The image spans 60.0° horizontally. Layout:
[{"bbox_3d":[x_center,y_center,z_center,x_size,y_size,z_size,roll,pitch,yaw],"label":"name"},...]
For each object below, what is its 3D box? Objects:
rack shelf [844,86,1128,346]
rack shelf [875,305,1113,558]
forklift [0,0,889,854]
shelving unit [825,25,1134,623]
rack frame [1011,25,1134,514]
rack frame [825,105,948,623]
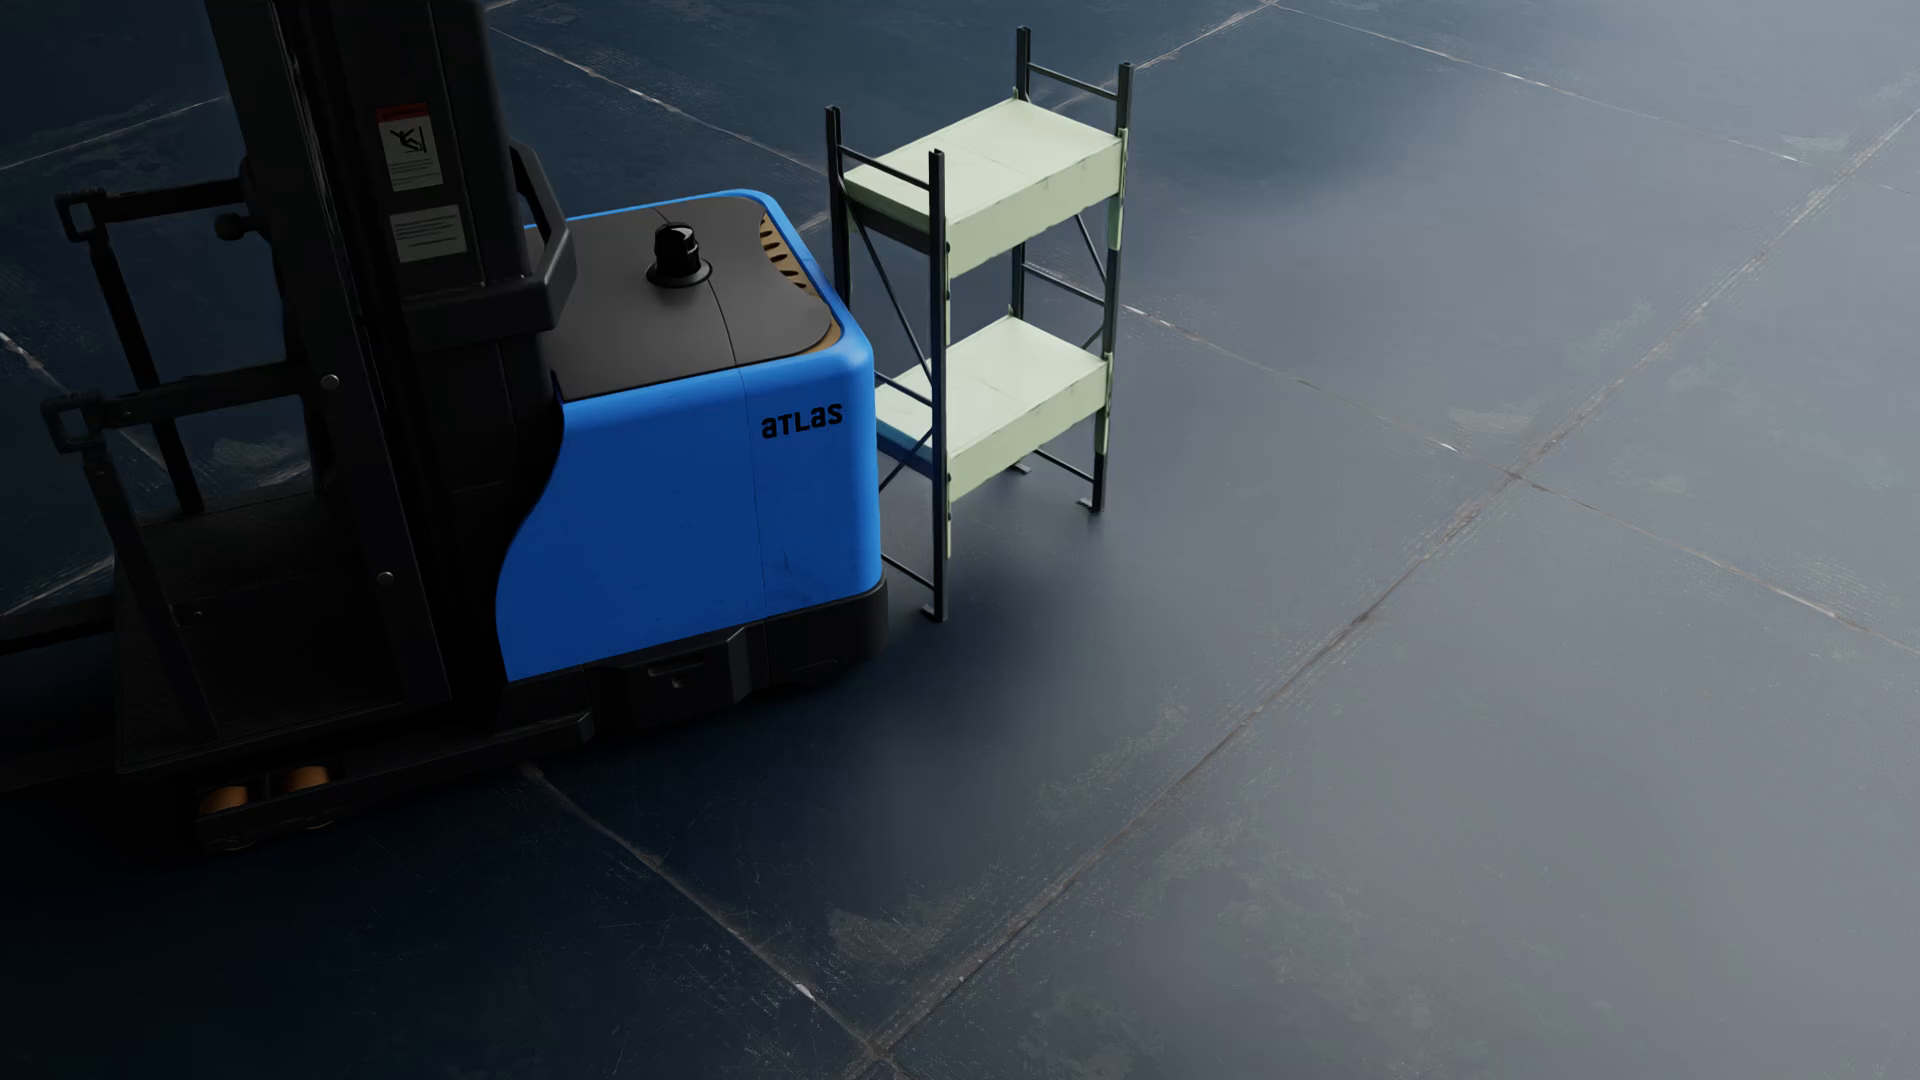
[{"bbox_3d":[0.062,-0.902,4.552,0.431,0.370,0.720,30,48,32],"label":"rack shelf"},{"bbox_3d":[0.062,-0.341,4.997,0.431,0.370,0.720,30,48,32],"label":"rack shelf"},{"bbox_3d":[-1.774,-0.728,3.811,3.031,2.935,1.130,-14,41,-17],"label":"forklift"},{"bbox_3d":[0.062,-0.596,4.795,0.431,1.500,0.755,30,48,32],"label":"shelving unit"},{"bbox_3d":[0.313,-0.762,5.003,0.400,1.500,0.023,30,48,32],"label":"rack frame"},{"bbox_3d":[-0.189,-0.430,4.586,0.400,1.500,0.023,30,48,32],"label":"rack frame"}]
